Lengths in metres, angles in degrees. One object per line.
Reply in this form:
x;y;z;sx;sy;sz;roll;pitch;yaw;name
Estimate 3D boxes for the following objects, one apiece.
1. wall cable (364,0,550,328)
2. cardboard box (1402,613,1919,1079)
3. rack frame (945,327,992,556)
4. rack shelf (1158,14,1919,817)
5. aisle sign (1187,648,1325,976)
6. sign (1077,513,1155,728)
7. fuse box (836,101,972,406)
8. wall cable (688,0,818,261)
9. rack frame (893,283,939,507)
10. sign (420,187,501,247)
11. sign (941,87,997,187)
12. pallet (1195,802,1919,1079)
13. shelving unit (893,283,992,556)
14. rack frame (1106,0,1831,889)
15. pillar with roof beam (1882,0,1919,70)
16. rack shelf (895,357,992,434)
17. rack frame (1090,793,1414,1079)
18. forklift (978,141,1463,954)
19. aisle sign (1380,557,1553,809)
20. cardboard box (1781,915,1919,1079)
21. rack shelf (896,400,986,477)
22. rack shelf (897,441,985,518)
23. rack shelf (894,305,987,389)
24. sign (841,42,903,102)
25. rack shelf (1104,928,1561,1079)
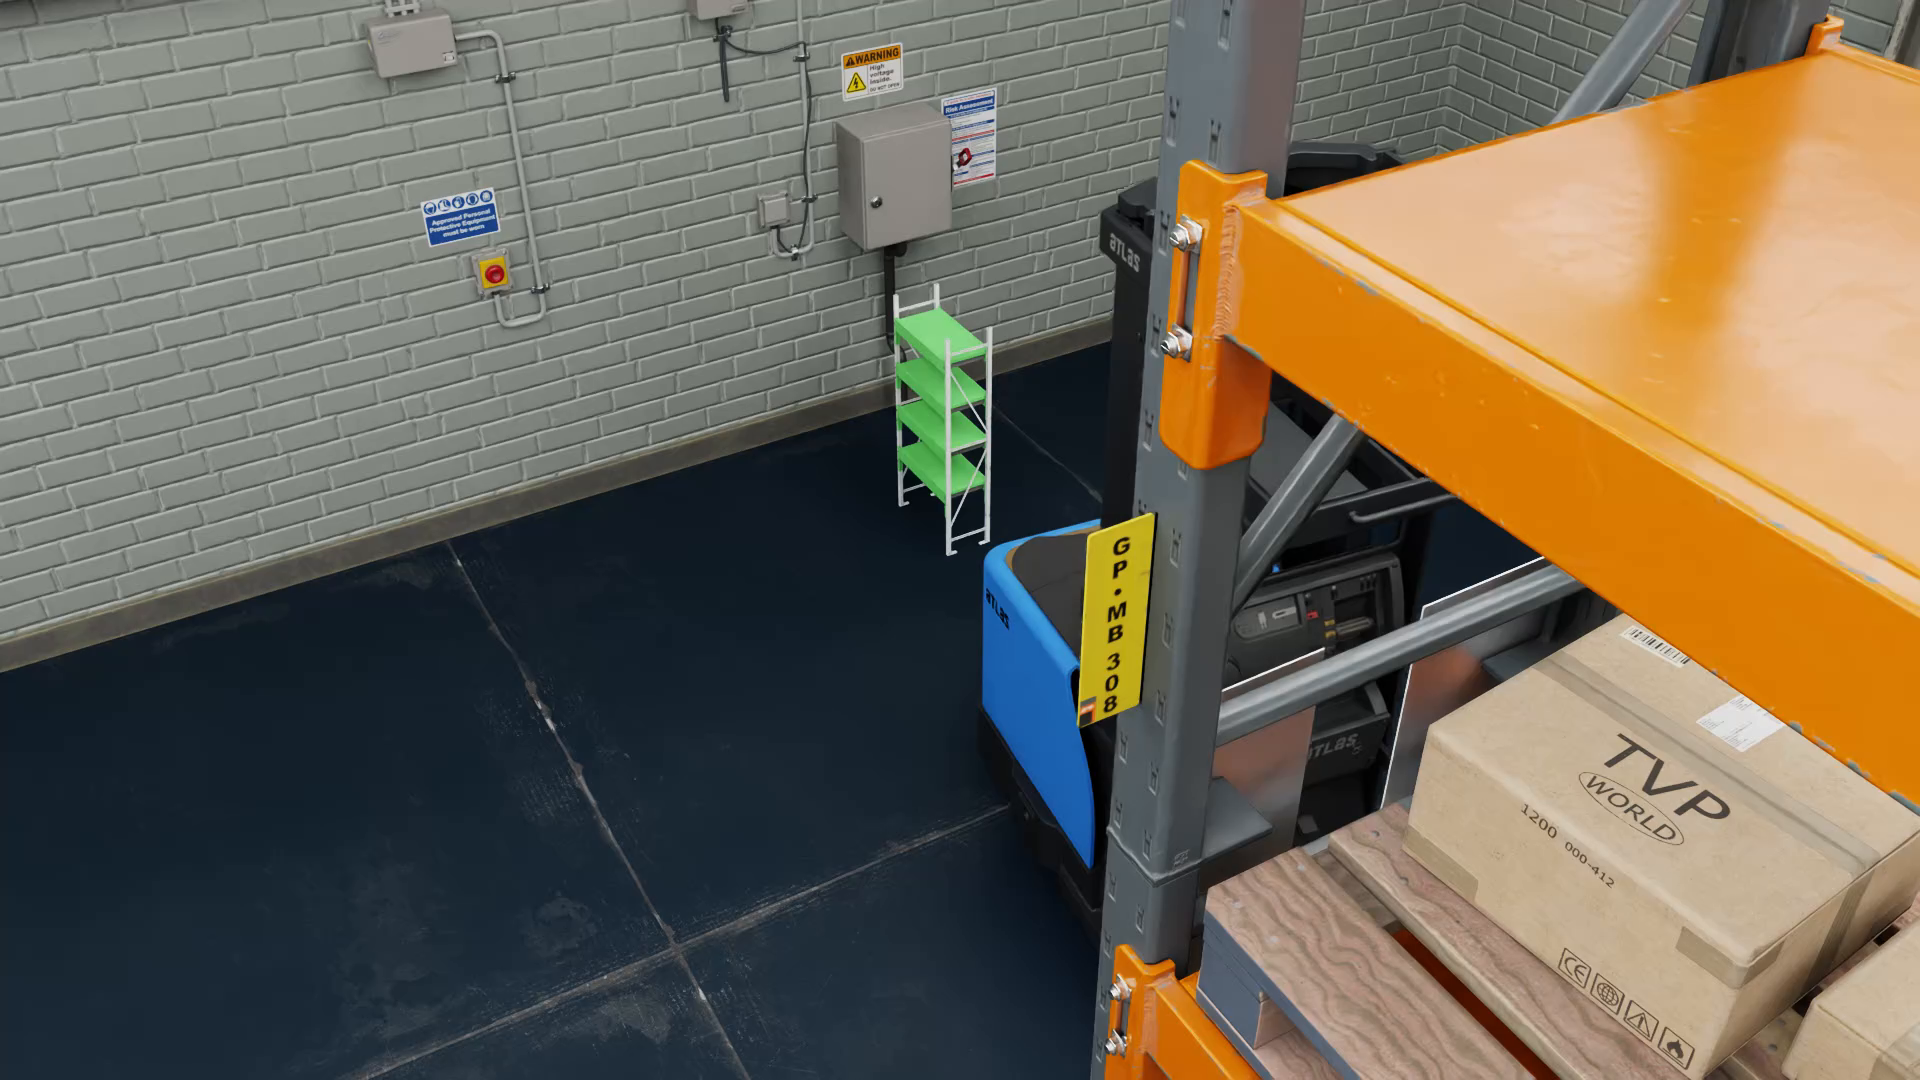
-2.166;-1.745;7.209;0.585;1.953;0.123;-19;40;-24;wall cable
0.991;0.388;2.318;0.500;0.250;0.500;-23;42;-28;cardboard box
0.039;-0.445;7.841;0.240;1.200;0.015;-19;40;-24;rack frame
1.692;0.596;0.754;1.077;0.370;4.000;-19;40;-24;rack shelf
0.401;0.546;2.756;0.394;0.787;0.004;-19;40;-24;aisle sign
0.205;0.111;2.203;0.100;0.325;0.005;-19;40;-24;sign
-0.276;-1.350;8.648;0.539;1.711;0.414;-19;40;-24;fuse box
-0.945;-2.159;7.801;0.588;1.984;0.122;-19;40;-24;wall cable
-0.206;-0.693;8.182;0.240;1.200;0.015;-19;40;-24;rack frame
-2.238;-1.448;7.461;0.327;0.218;0.001;-19;40;-24;sign
0.047;-2.084;8.641;0.329;0.494;0.001;-19;40;-24;sign
1.069;0.746;2.217;1.003;0.211;1.213;-19;40;-24;pallet
-0.083;-0.569;8.012;0.258;1.200;0.503;-19;40;-24;shelving unit
0.688;-0.876;1.820;1.000;3.000;0.127;-19;40;-24;rack frame
0.680;-2.716;4.339;9.100;9.000;0.400;-19;40;-24;pillar with roof beam
-0.083;-0.711;7.908;0.258;0.148;0.480;-19;40;-24;rack shelf
0.688;1.546;3.590;1.000;3.000;0.127;-19;40;-24;rack frame
1.120;0.398;5.220;1.130;2.935;3.031;-14;38;-19;forklift
0.919;0.368;2.999;0.394;0.787;0.004;-19;40;-24;aisle sign
1.271;0.619;2.088;0.380;0.149;0.250;-22;42;-27;cardboard box
-0.083;-0.517;8.049;0.258;0.148;0.480;-19;40;-24;rack shelf
-0.083;-0.324;8.191;0.258;0.148;0.480;-19;40;-24;rack shelf
-0.083;-0.905;7.766;0.258;0.148;0.480;-19;40;-24;rack shelf
-0.428;-2.293;8.146;0.339;0.242;0.001;-19;40;-24;sign
1.692;1.645;1.521;1.077;0.370;4.000;-19;40;-24;rack shelf
